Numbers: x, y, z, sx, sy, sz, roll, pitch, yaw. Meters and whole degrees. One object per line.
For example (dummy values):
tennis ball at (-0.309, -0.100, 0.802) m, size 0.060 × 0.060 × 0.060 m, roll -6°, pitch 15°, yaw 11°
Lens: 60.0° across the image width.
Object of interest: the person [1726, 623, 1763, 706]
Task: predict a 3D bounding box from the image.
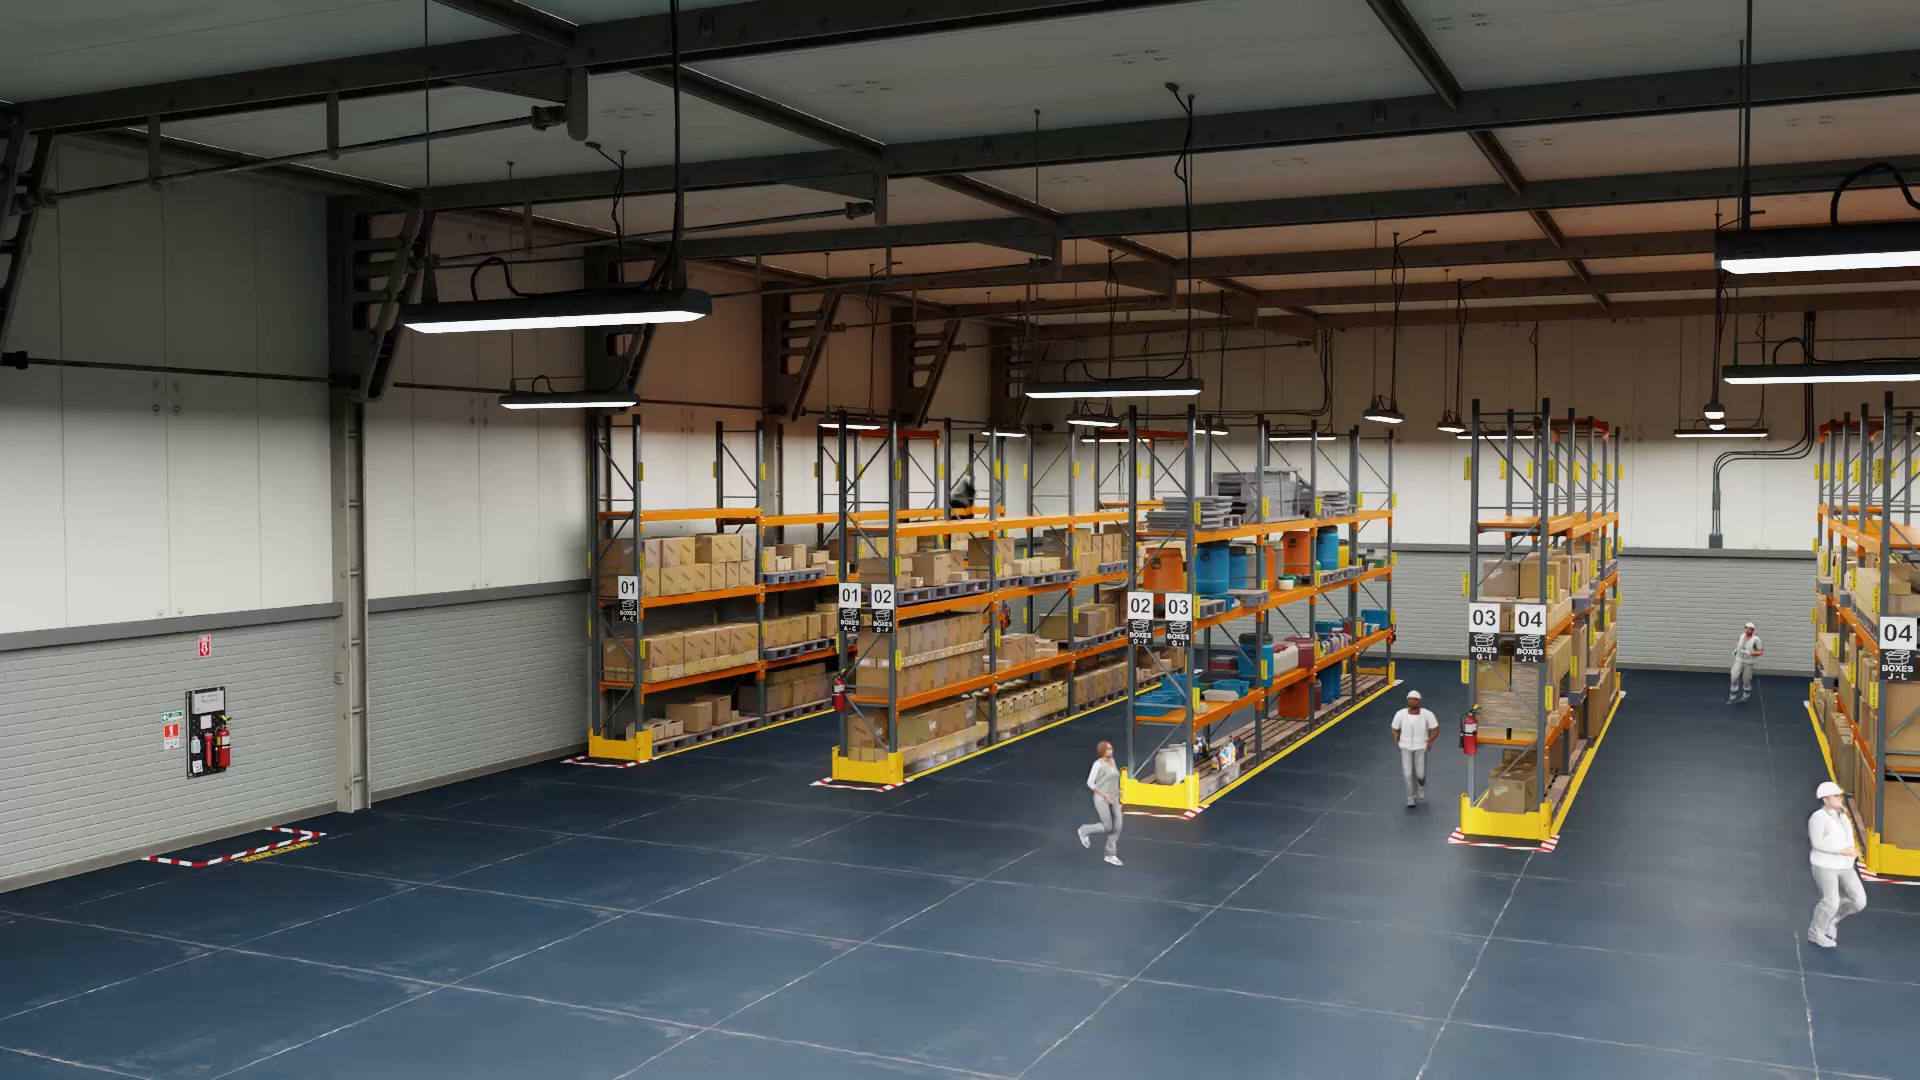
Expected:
person at (16.884, 2.668, 35.607) m, size 0.760 × 1.833 × 0.683 m, roll -2°, pitch 3°, yaw -42°

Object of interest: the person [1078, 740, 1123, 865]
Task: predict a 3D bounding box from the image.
person at (1.832, 3.352, 21.352) m, size 0.664 × 1.575 × 0.536 m, roll 2°, pitch 3°, yaw 44°

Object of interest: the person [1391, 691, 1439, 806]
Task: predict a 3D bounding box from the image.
person at (6.789, 3.115, 24.885) m, size 0.695 × 1.719 × 0.601 m, roll 1°, pitch 3°, yaw 22°

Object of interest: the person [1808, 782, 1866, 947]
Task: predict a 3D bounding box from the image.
person at (9.195, 3.409, 17.422) m, size 0.644 × 1.732 × 0.596 m, roll -1°, pitch 3°, yaw -27°
